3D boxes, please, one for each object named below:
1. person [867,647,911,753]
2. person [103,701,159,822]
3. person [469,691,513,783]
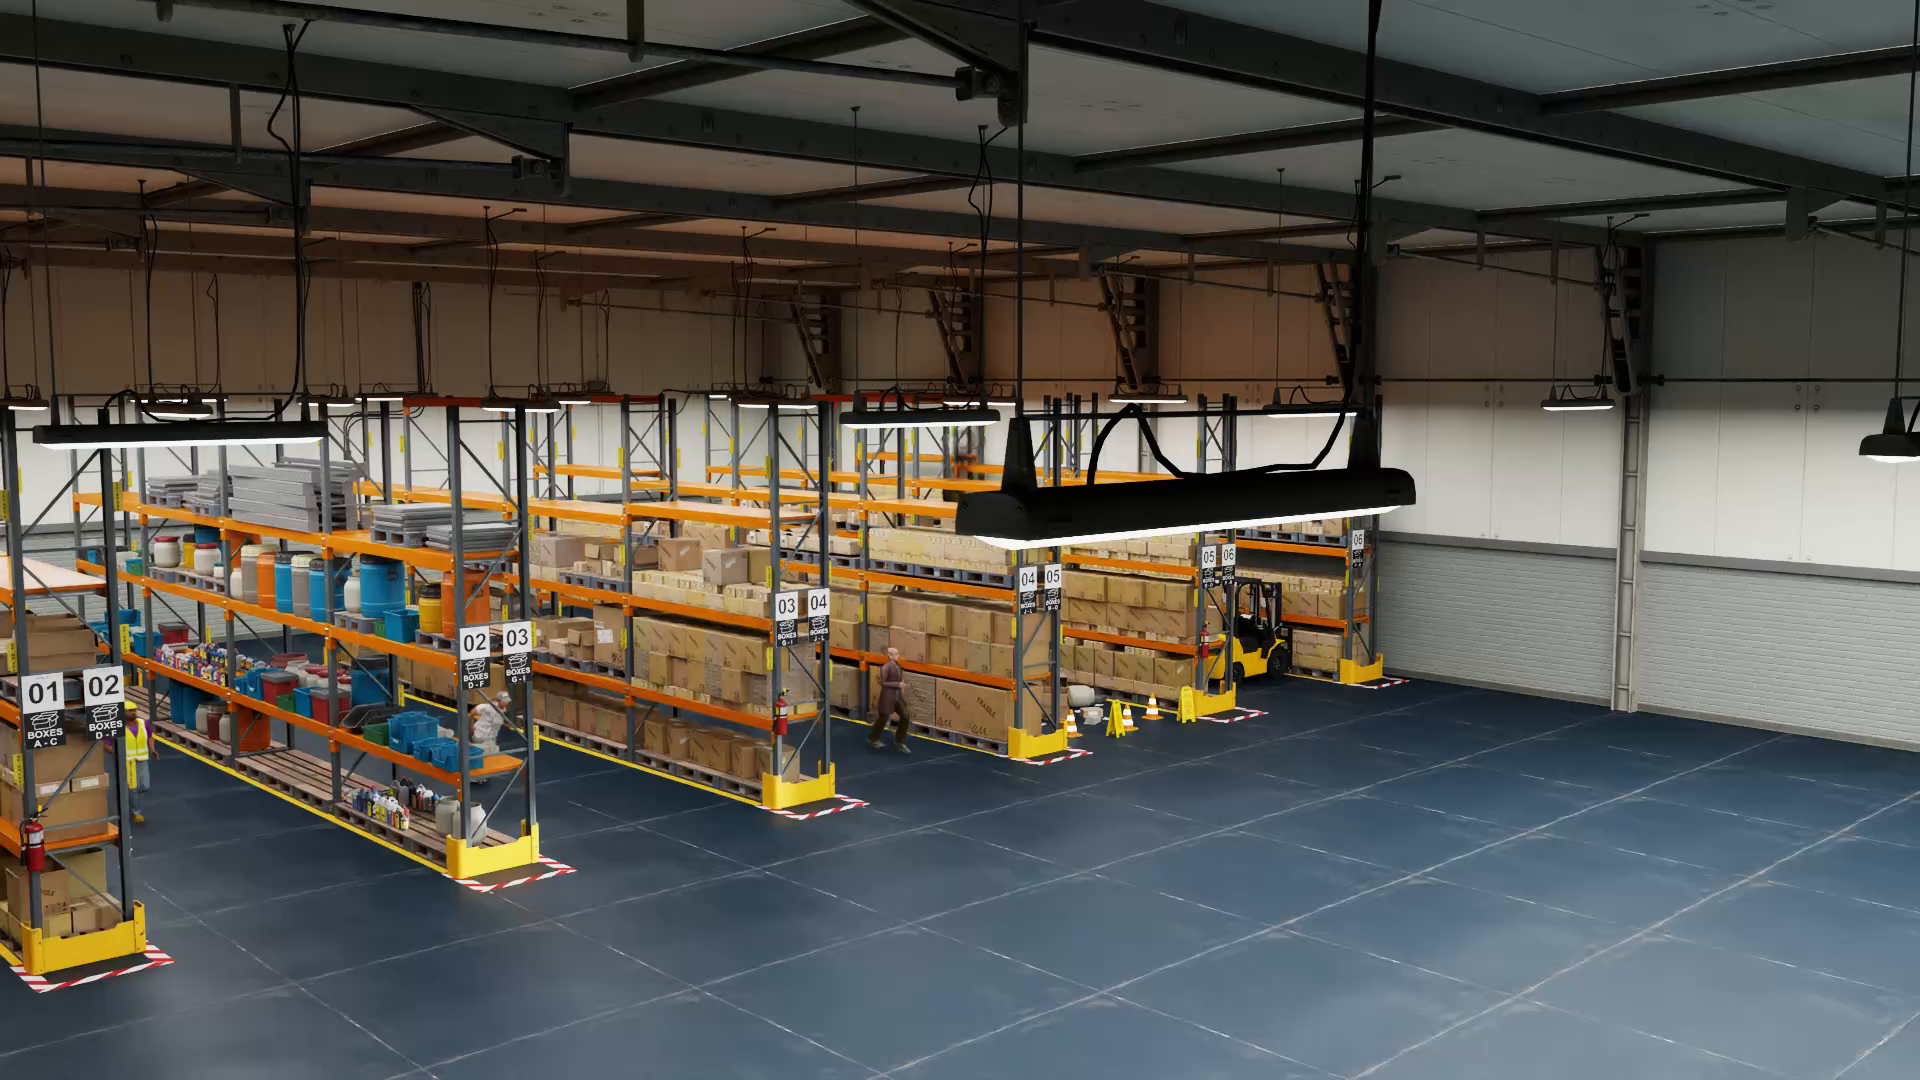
[{"bbox_3d":[-1.189,2.725,28.253,0.907,1.835,0.640,4,7,34],"label":"person"},{"bbox_3d":[-11.935,3.169,23.932,0.598,1.726,0.702,5,7,41],"label":"person"},{"bbox_3d":[-7.349,3.084,25.903,0.859,1.496,0.636,2,6,19],"label":"person"}]
